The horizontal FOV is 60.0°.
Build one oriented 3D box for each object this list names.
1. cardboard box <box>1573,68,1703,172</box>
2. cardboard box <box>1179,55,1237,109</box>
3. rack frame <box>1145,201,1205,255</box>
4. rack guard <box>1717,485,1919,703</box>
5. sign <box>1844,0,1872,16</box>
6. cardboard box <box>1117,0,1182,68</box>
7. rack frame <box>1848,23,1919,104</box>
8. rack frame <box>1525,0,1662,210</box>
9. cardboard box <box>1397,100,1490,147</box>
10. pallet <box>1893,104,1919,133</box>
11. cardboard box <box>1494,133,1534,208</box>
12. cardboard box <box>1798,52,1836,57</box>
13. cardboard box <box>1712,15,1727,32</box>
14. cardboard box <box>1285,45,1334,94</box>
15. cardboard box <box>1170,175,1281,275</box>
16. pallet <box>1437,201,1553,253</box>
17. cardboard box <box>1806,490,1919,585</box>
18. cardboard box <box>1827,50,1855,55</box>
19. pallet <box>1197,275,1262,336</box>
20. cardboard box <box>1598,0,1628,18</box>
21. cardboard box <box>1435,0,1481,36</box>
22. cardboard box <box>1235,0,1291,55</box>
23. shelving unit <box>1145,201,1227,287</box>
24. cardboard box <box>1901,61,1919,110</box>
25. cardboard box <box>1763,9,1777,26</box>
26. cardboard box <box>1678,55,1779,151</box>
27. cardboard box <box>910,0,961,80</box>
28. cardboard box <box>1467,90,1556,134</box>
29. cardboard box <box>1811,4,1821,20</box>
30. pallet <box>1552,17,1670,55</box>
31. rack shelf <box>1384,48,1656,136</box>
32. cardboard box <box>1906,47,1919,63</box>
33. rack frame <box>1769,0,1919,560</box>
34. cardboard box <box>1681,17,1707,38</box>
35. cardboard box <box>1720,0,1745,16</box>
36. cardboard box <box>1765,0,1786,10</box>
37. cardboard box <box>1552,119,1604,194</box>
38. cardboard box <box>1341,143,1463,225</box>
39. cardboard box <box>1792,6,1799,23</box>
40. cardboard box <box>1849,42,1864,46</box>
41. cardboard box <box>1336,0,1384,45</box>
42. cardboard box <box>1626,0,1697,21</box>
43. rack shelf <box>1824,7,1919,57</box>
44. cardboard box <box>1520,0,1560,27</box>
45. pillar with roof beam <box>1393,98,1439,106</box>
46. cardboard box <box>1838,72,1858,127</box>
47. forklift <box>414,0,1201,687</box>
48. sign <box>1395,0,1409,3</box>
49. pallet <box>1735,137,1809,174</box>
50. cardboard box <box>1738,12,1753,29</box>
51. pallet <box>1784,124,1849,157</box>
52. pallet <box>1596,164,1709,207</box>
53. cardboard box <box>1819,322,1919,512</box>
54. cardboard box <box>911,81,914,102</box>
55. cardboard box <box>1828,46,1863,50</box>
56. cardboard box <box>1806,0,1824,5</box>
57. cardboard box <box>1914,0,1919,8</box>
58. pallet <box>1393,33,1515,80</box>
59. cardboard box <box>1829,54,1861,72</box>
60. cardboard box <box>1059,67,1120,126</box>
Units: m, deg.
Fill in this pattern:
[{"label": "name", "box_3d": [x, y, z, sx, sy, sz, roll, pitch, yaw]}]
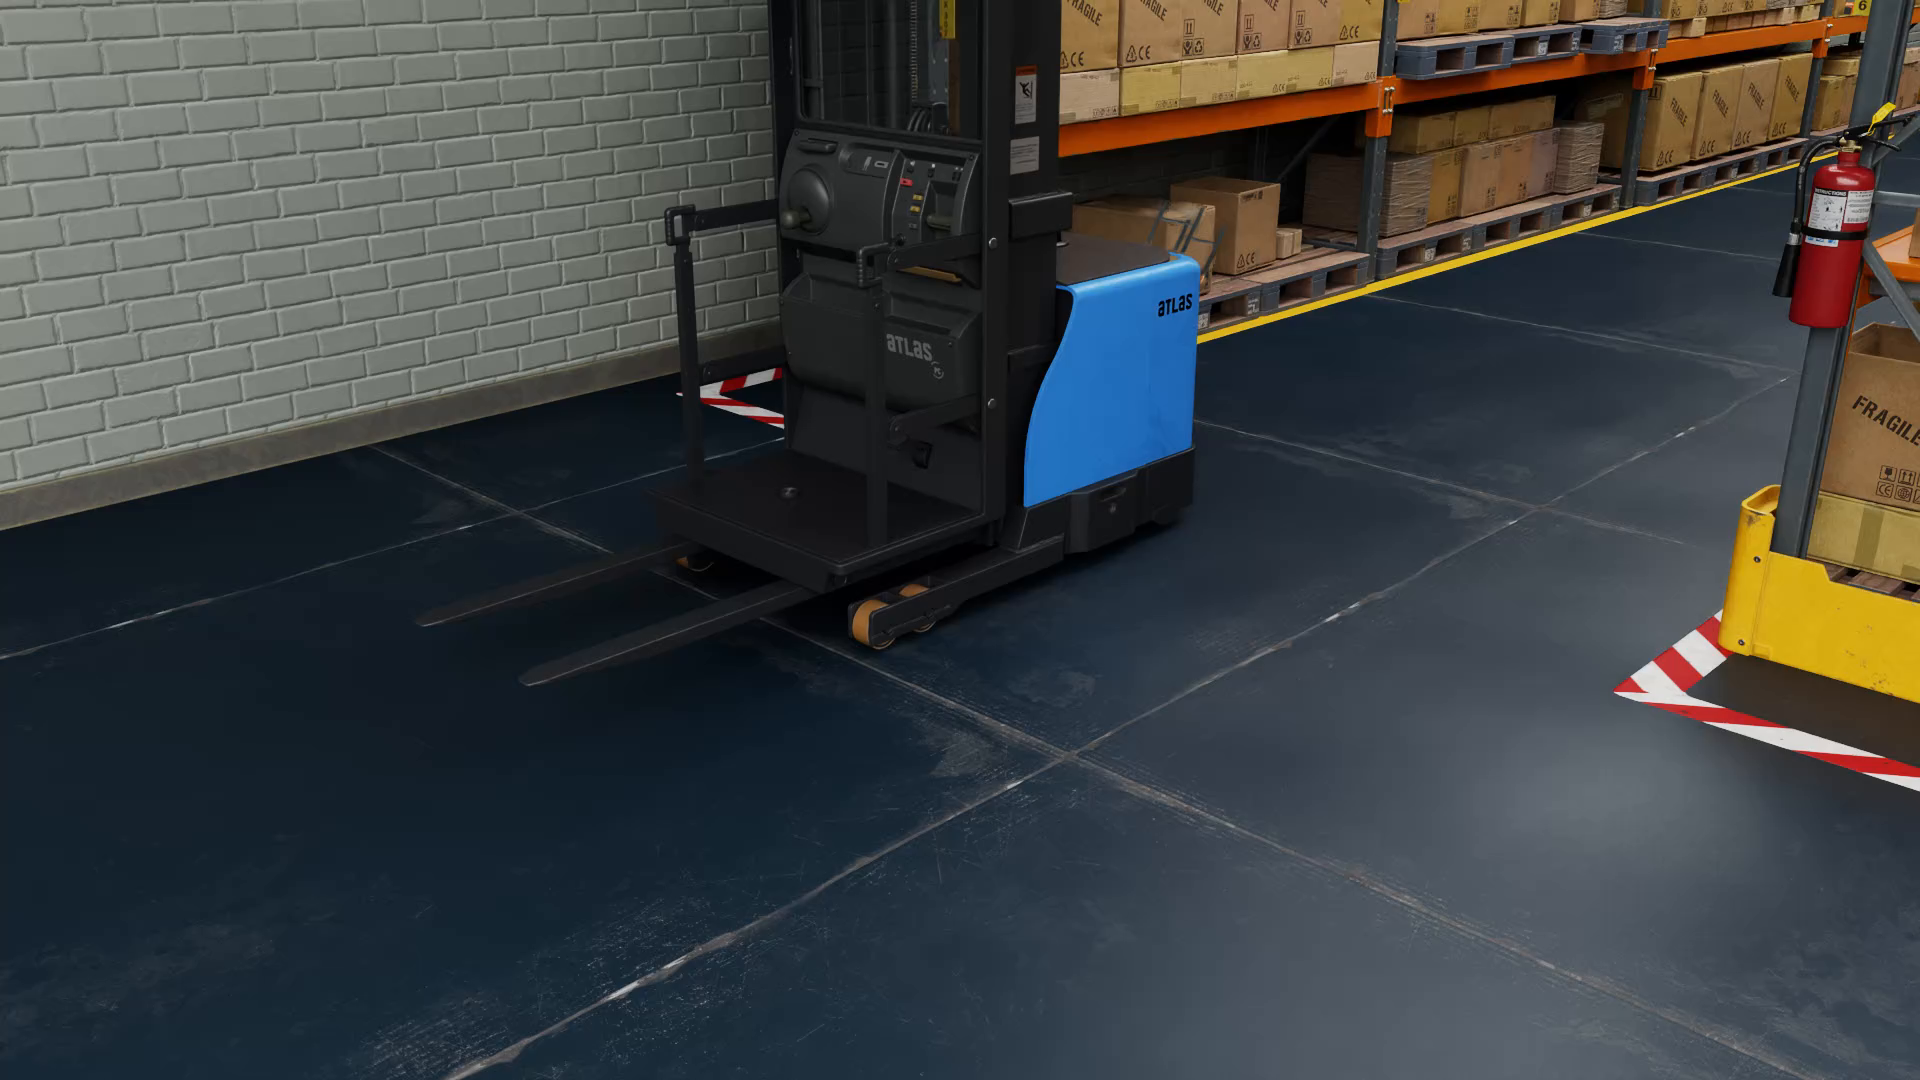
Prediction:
[{"label": "cardboard box", "box_3d": [5.741, -3.592, 14.149, 0.750, 0.750, 0.750, 19, 28, 40]}, {"label": "cardboard box", "box_3d": [1.187, -2.568, 9.255, 0.500, 0.250, 0.500, 20, 28, 41]}, {"label": "rack frame", "box_3d": [0.738, -0.939, 7.330, 0.006, 1.200, 0.240, 27, -3, -44]}, {"label": "rack guard", "box_3d": [3.089, 0.225, 5.291, 1.175, 0.500, 0.348, 19, 28, 41]}, {"label": "sign", "box_3d": [2.726, -1.738, 4.971, 0.100, 0.325, 0.005, 19, 28, 41]}, {"label": "cardboard box", "box_3d": [0.819, -2.779, 8.760, 0.500, 0.500, 0.500, 18, 27, 39]}, {"label": "rack frame", "box_3d": [10.715, -6.299, 18.783, 1.000, 3.000, 0.127, 19, 28, 41]}, {"label": "rack frame", "box_3d": [5.134, -4.243, 13.432, 1.000, 3.000, 0.127, 19, 28, 41]}, {"label": "cardboard box", "box_3d": [3.511, -3.045, 12.143, 0.500, 0.250, 0.500, 18, 28, 39]}, {"label": "pallet", "box_3d": [10.213, -4.773, 18.697, 1.003, 0.211, 1.213, 19, 28, 41]}, {"label": "cardboard box", "box_3d": [3.900, -2.845, 12.667, 0.700, 0.500, 0.500, 19, 28, 40]}, {"label": "cardboard box", "box_3d": [9.003, -5.051, 17.529, 0.380, 0.149, 0.250, 20, 28, 41]}, {"label": "cardboard box", "box_3d": [6.408, -4.499, 14.422, 0.250, 0.149, 0.380, -20, 28, -41]}, {"label": "cardboard box", "box_3d": [1.877, -2.830, 9.939, 0.500, 0.250, 0.500, 19, 28, 41]}, {"label": "cardboard box", "box_3d": [1.649, -1.976, 10.407, 0.500, 0.500, 0.500, 17, 27, 37]}, {"label": "pallet", "box_3d": [3.737, -2.429, 12.599, 1.003, 0.211, 1.213, 19, 28, 41]}, {"label": "cardboard box", "box_3d": [3.268, -0.072, 5.828, 0.500, 0.250, 0.500, 19, 28, 41]}, {"label": "cardboard box", "box_3d": [9.359, -5.182, 17.871, 0.380, 0.149, 0.250, 20, 28, 41]}, {"label": "pallet", "box_3d": [1.050, -1.416, 9.966, 1.003, 0.211, 1.213, 19, 28, 41]}, {"label": "cardboard box", "box_3d": [4.814, -4.372, 13.015, 0.700, 0.500, 0.500, 15, 26, 35]}, {"label": "cardboard box", "box_3d": [3.118, -3.731, 11.348, 0.500, 0.500, 0.700, -17, 27, -37]}, {"label": "cardboard box", "box_3d": [1.533, -3.049, 9.461, 0.500, 0.500, 0.500, 18, 28, 39]}, {"label": "shelving unit", "box_3d": [0.797, -0.909, 7.394, 0.189, 1.200, 0.258, 27, -3, -44]}, {"label": "cardboard box", "box_3d": [10.299, -5.124, 18.623, 0.700, 0.500, 0.500, 19, 28, 41]}, {"label": "cardboard box", "box_3d": [7.159, -4.751, 15.075, 0.380, 0.149, 0.250, 19, 28, 41]}, {"label": "cardboard box", "box_3d": [6.947, -4.035, 15.302, 0.750, 0.750, 0.750, -19, 28, -40]}, {"label": "cardboard box", "box_3d": [0.102, -2.523, 8.095, 0.500, 0.500, 0.500, 19, 28, 41]}, {"label": "cardboard box", "box_3d": [4.227, -3.303, 12.812, 0.500, 0.250, 0.500, -20, 28, -41]}, {"label": "cardboard box", "box_3d": [7.892, -5.005, 15.739, 0.380, 0.149, 0.250, 20, 28, 41]}, {"label": "pallet", "box_3d": [4.714, -3.944, 12.921, 1.213, 0.211, 1.003, 19, 28, 41]}, {"label": "rack shelf", "box_3d": [3.739, -3.393, 12.224, 1.077, 0.370, 4.000, 19, 28, 41]}, {"label": "cardboard box", "box_3d": [10.340, -5.348, 18.302, 0.380, 0.149, 0.250, 19, 28, 40]}, {"label": "rack frame", "box_3d": [3.105, -0.948, 4.859, 1.000, 3.000, 0.127, 19, 28, 41]}, {"label": "cardboard box", "box_3d": [5.958, -4.271, 13.829, 0.250, 0.149, 0.380, -19, 28, -40]}, {"label": "cardboard box", "box_3d": [6.376, -4.758, 14.191, 0.500, 0.500, 0.500, 19, 28, 40]}, {"label": "cardboard box", "box_3d": [7.078, -5.024, 14.882, 0.500, 0.500, 0.500, 19, 28, 41]}, {"label": "cardboard box", "box_3d": [4.669, -3.083, 13.287, 0.500, 0.500, 0.700, -20, 29, -41]}, {"label": "cardboard box", "box_3d": [3.170, -2.592, 12.008, 0.700, 0.500, 0.500, 19, 28, 40]}, {"label": "cardboard box", "box_3d": [7.520, -4.879, 15.411, 0.250, 0.149, 0.380, -19, 28, -40]}, {"label": "cardboard box", "box_3d": [10.242, -5.509, 18.720, 0.380, 0.149, 0.250, 20, 28, 41]}, {"label": "cardboard box", "box_3d": [2.236, -3.305, 10.129, 0.500, 0.500, 0.500, 19, 28, 41]}, {"label": "cardboard box", "box_3d": [5.657, -4.499, 13.516, 0.500, 0.500, 0.500, -19, 28, -40]}, {"label": "rack shelf", "box_3d": [9.320, -5.449, 17.574, 1.077, 0.370, 4.000, 19, 28, 41]}, {"label": "cardboard box", "box_3d": [3.960, -4.046, 12.167, 0.700, 0.500, 0.500, 19, 28, 41]}, {"label": "pillar with roof beam", "box_3d": [6.692, -5.848, 9.247, 9.100, 9.000, 0.400, 19, 28, 41]}, {"label": "cardboard box", "box_3d": [8.873, -4.595, 17.248, 0.700, 0.500, 0.500, 19, 28, 40]}, {"label": "forklift", "box_3d": [-0.441, -1.207, 5.628, 1.130, 2.935, 3.031, 19, 28, 41]}, {"label": "sign", "box_3d": [2.738, -3.485, 10.254, 0.100, 0.325, 0.005, 19, 28, 41]}, {"label": "pallet", "box_3d": [7.441, -3.752, 16.043, 1.003, 0.211, 1.213, 19, 28, 41]}, {"label": "cardboard box", "box_3d": [6.781, -4.624, 14.747, 0.250, 0.149, 0.380, -19, 28, -40]}, {"label": "pallet", "box_3d": [8.511, -4.145, 17.066, 1.003, 0.211, 1.213, 19, 28, 41]}, {"label": "pallet", "box_3d": [5.738, -3.125, 14.411, 1.003, 0.211, 1.213, 19, 28, 41]}, {"label": "cardboard box", "box_3d": [3.266, -0.423, 5.695, 0.500, 0.500, 0.500, 19, 28, 41]}, {"label": "cardboard box", "box_3d": [-0.259, -2.294, 8.544, 0.500, 0.250, 0.500, -20, 28, -41]}, {"label": "cardboard box", "box_3d": [9.715, -5.314, 18.214, 0.380, 0.149, 0.250, 20, 28, 41]}, {"label": "cardboard box", "box_3d": [7.783, -5.284, 15.560, 0.500, 0.500, 0.500, 19, 28, 40]}, {"label": "cardboard box", "box_3d": [9.867, -6.116, 17.888, 0.980, 0.700, 0.700, 19, 28, 40]}, {"label": "pallet", "box_3d": [2.981, -3.285, 11.208, 1.003, 0.211, 1.213, 19, 28, 41]}, {"label": "cardboard box", "box_3d": [9.254, -4.946, 17.257, 0.380, 0.149, 0.250, 18, 28, 39]}, {"label": "cardboard box", "box_3d": [0.473, -2.309, 8.582, 0.500, 0.250, 0.500, 18, 28, 39]}]
